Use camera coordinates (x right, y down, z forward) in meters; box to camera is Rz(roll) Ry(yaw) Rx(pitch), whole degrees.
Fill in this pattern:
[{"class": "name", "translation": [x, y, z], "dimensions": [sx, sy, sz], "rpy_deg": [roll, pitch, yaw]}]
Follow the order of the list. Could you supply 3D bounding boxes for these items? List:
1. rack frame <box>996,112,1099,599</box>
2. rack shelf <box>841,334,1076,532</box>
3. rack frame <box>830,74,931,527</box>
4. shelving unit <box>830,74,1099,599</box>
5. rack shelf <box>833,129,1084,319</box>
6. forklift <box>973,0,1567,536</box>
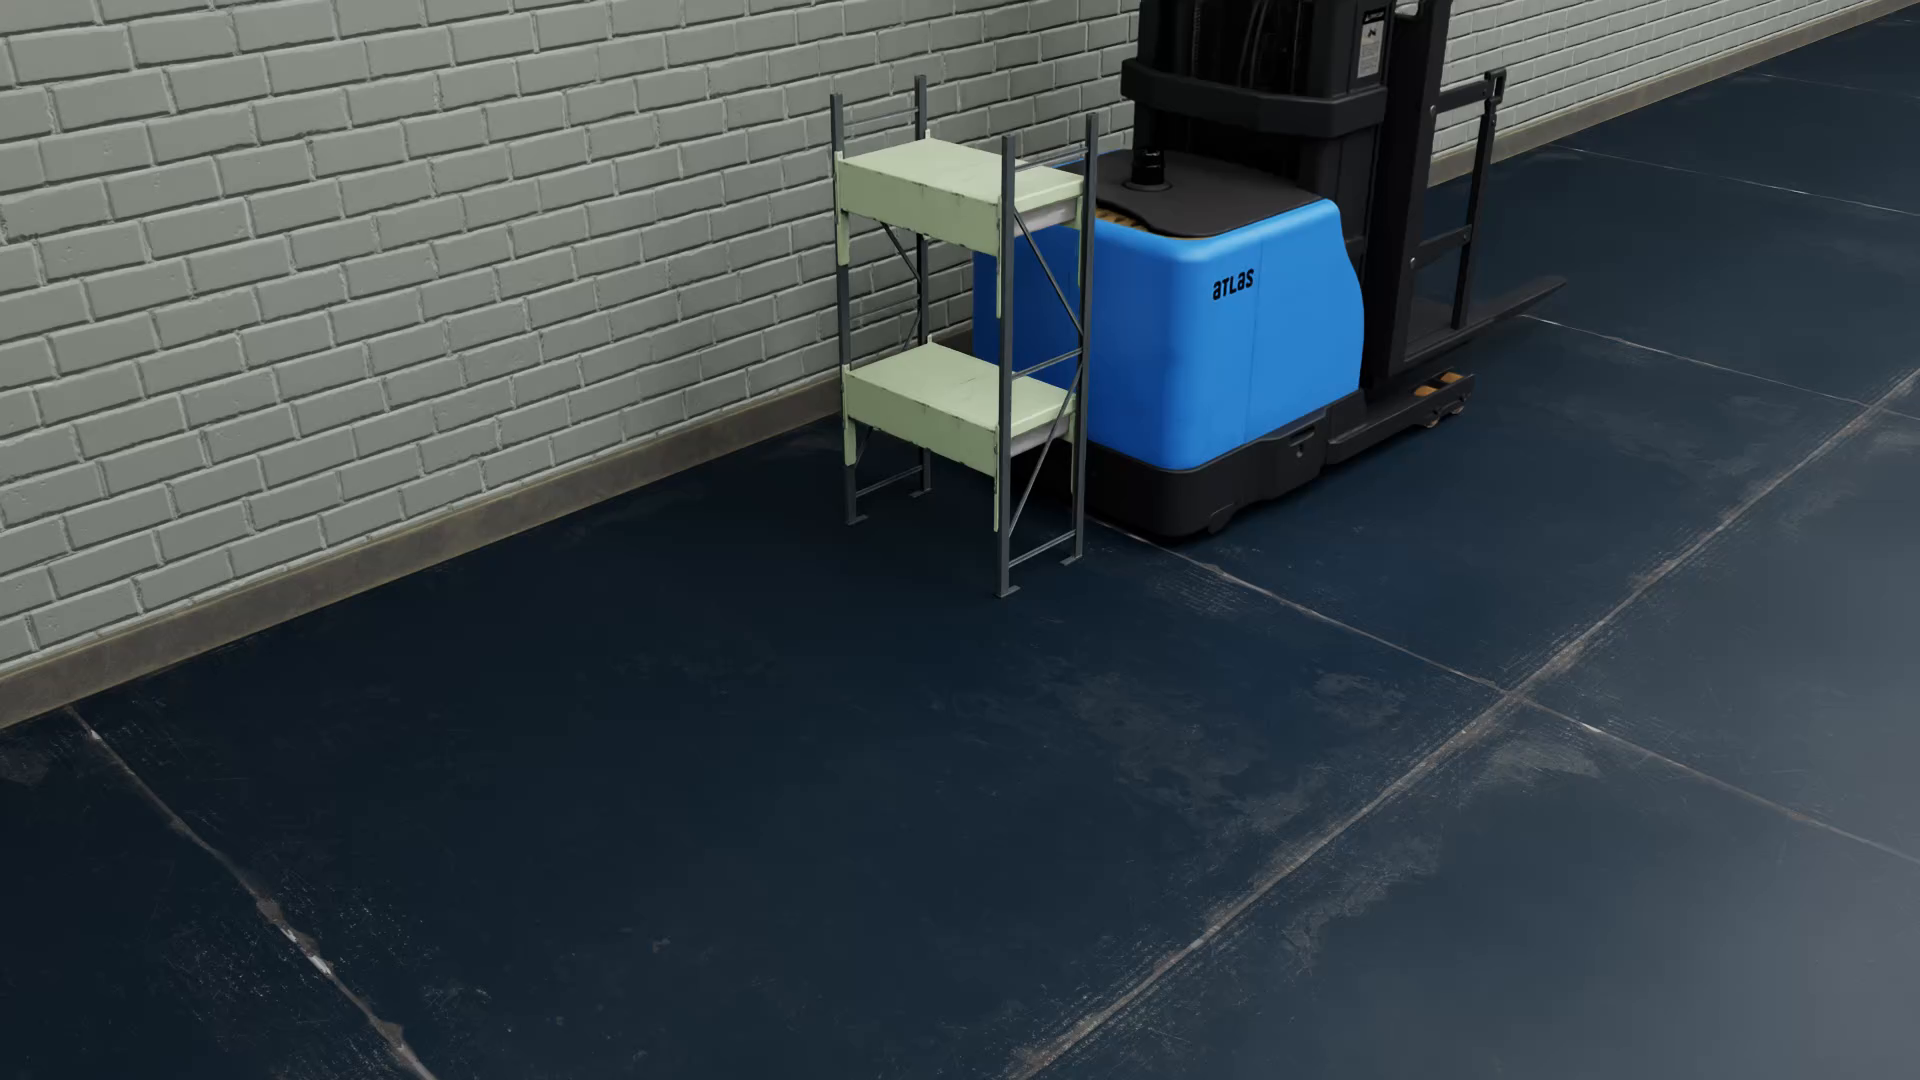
[{"class": "rack frame", "translation": [0.266, -0.542, 5.170], "dimensions": [0.023, 1.500, 0.400], "rpy_deg": [25, 36, 38]}, {"class": "rack shelf", "translation": [0.005, -0.373, 5.549], "dimensions": [0.720, 0.370, 0.431], "rpy_deg": [25, 36, 38]}, {"class": "rack frame", "translation": [-0.256, -0.781, 5.624], "dimensions": [0.023, 1.500, 0.400], "rpy_deg": [25, 36, 38]}, {"class": "shelving unit", "translation": [0.005, -0.662, 5.397], "dimensions": [0.755, 1.500, 0.431], "rpy_deg": [25, 36, 38]}, {"class": "rack shelf", "translation": [0.005, -1.007, 5.215], "dimensions": [0.720, 0.370, 0.431], "rpy_deg": [25, 36, 38]}, {"class": "forklift", "translation": [1.433, -1.894, 6.203], "dimensions": [3.031, 2.935, 1.130], "rpy_deg": [-25, 36, -38]}]
